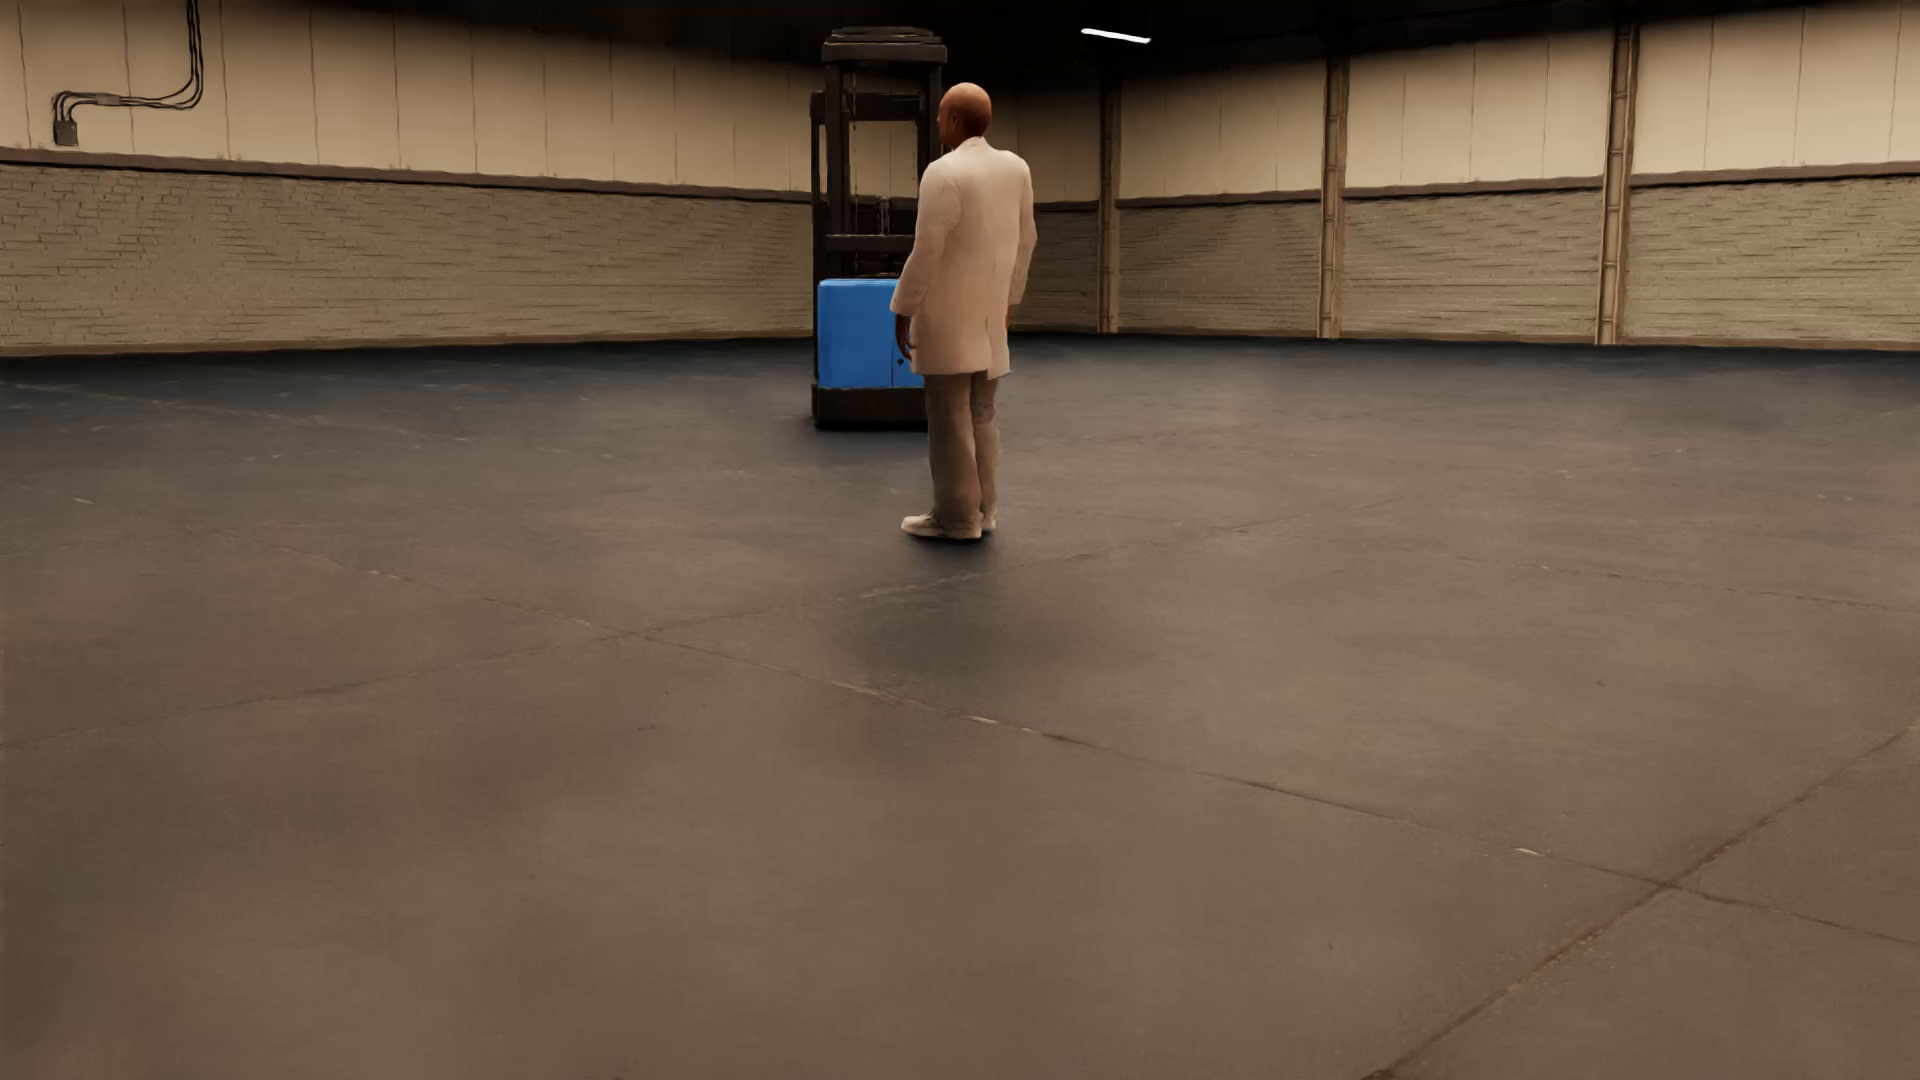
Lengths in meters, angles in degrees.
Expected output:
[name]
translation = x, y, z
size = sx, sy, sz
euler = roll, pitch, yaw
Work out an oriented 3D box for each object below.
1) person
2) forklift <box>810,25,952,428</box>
[person]
translation = -0.062, -0.896, 6.650
size = 0.579, 1.776, 0.694
euler = 8, 12, 43
[forklift]
translation = -0.628, -2.454, 13.175
size = 1.130, 2.935, 3.031
euler = -1, 9, -6
